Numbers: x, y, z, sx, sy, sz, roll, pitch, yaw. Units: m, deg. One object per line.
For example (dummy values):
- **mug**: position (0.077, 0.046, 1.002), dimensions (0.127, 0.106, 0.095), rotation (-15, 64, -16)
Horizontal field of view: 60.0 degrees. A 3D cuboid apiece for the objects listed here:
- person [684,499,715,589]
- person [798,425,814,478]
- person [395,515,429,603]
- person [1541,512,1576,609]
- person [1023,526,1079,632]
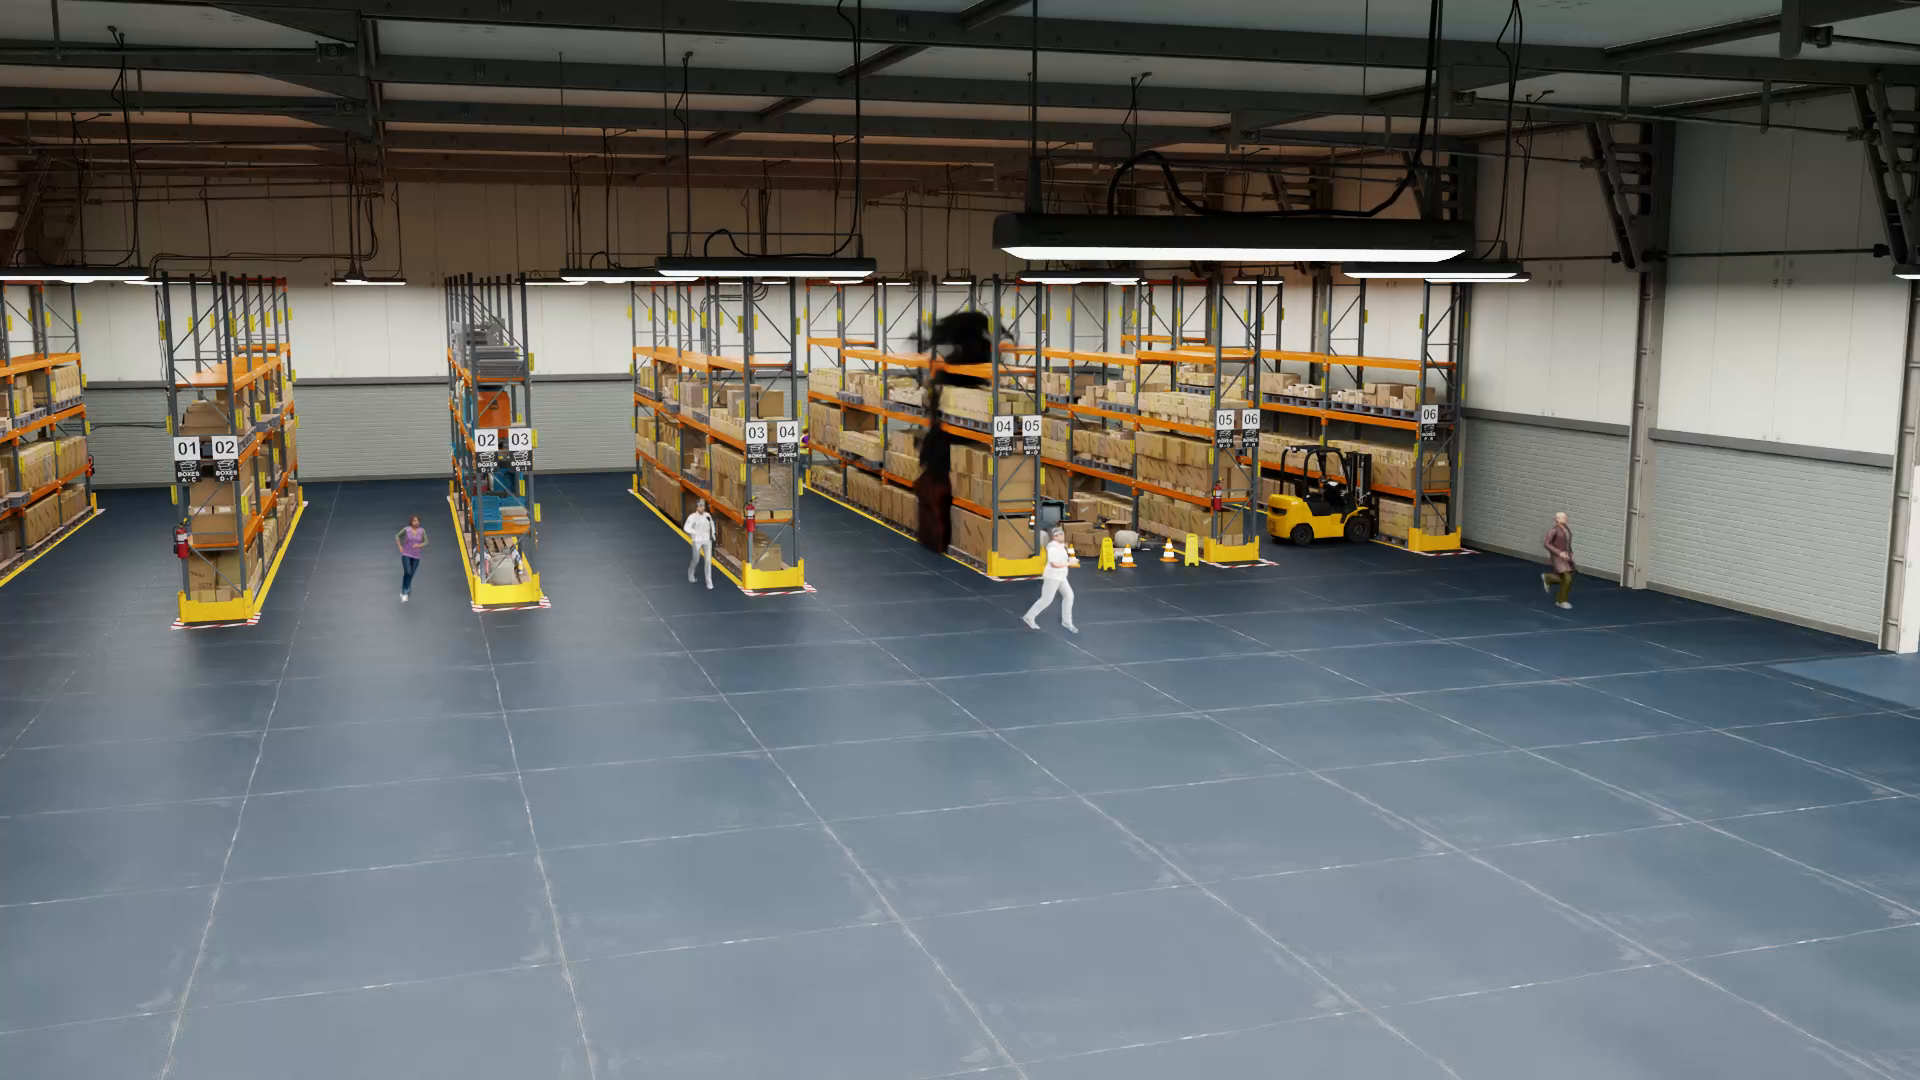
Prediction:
- **person**: position (-5.008, 0.042, 32.123), dimensions (0.653, 1.708, 0.898), rotation (-4, 10, -27)
- **person**: position (-4.757, -2.619, 49.672), dimensions (0.822, 1.710, 0.798), rotation (-1, 9, -5)
- **person**: position (-10.119, 0.339, 30.717), dimensions (0.549, 1.634, 0.642), rotation (-6, 10, -33)
- **person**: position (10.871, 0.352, 30.138), dimensions (0.730, 1.723, 0.641), rotation (-7, 11, -41)
- **person**: position (1.546, 0.660, 27.906), dimensions (0.930, 1.835, 0.672), rotation (3, 9, 19)
